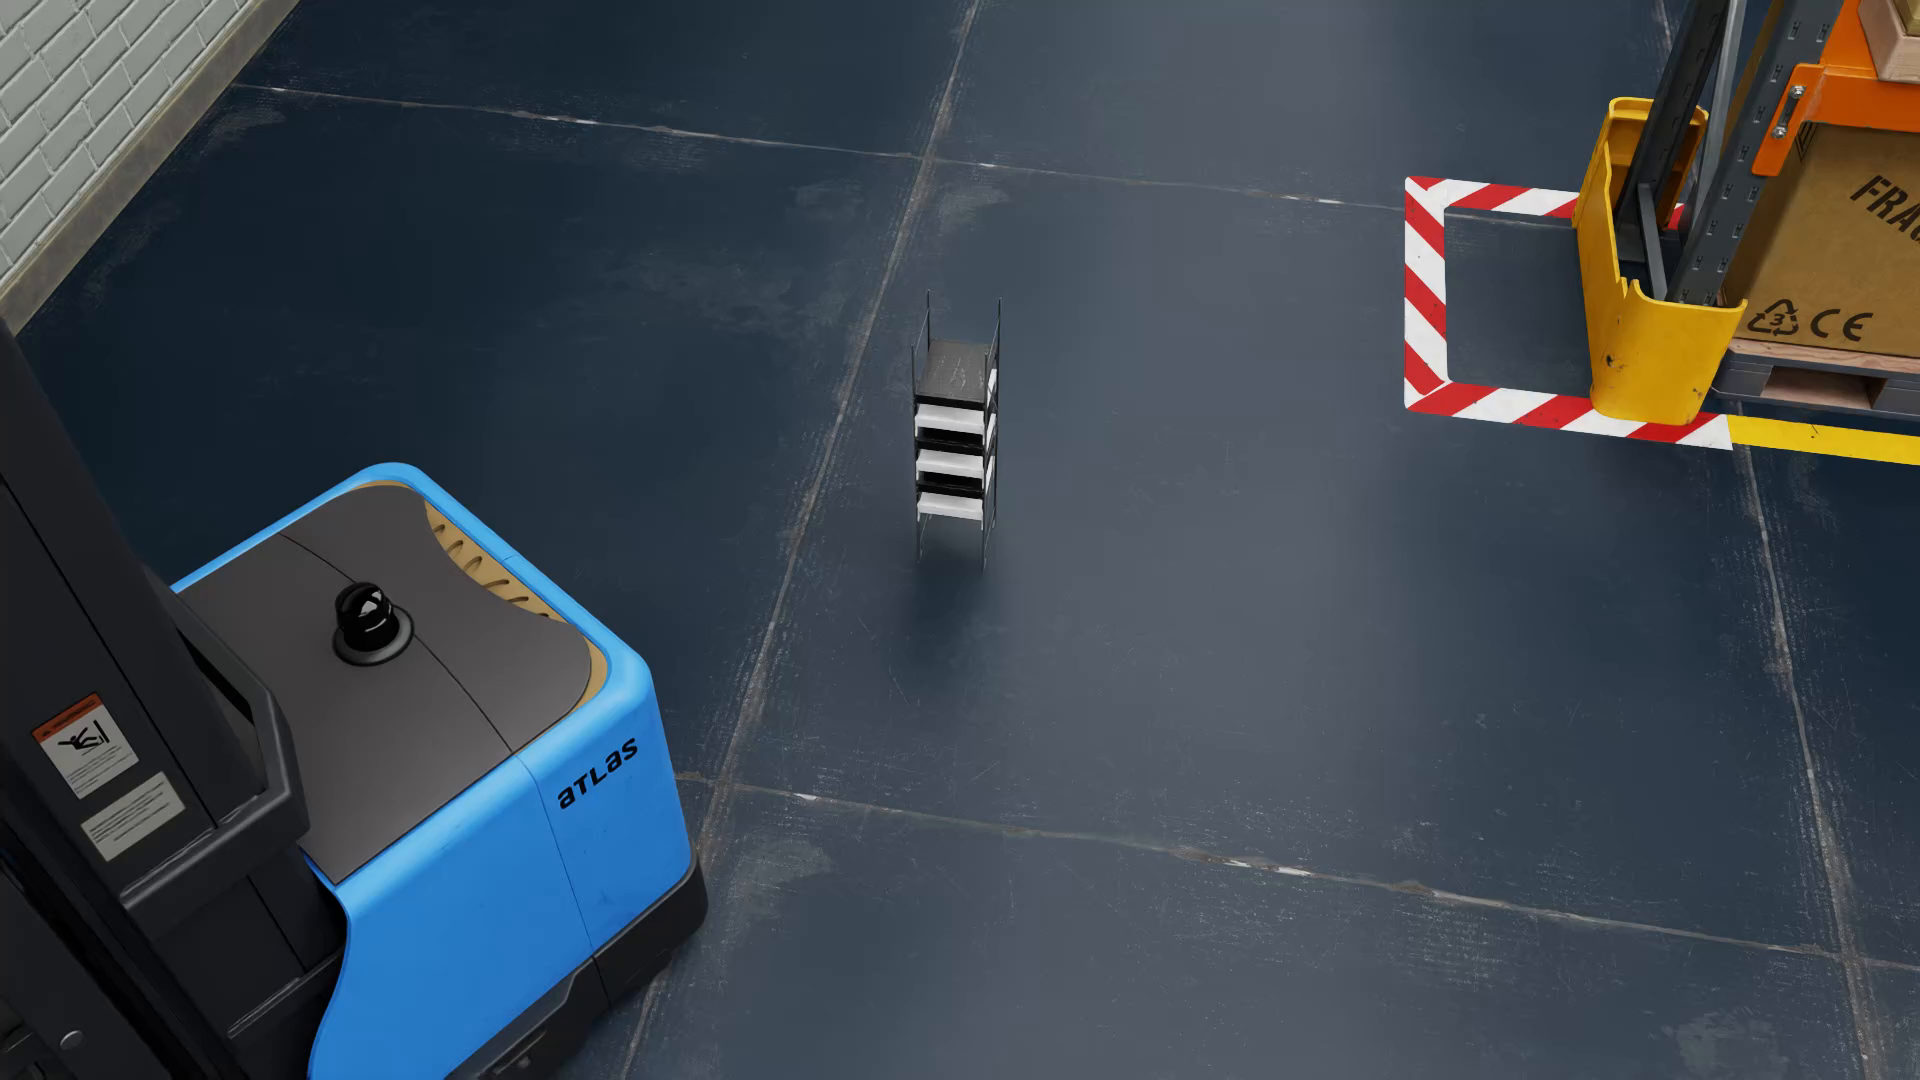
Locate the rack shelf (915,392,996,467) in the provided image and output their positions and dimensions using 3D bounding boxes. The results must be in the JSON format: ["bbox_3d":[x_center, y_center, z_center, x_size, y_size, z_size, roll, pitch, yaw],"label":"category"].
[{"bbox_3d":[-0.008,-0.340,4.874,0.200,0.077,0.258,8,49,7],"label":"rack shelf"}]

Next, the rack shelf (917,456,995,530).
[{"bbox_3d":[-0.008,-0.159,5.075,0.200,0.077,0.258,8,49,7],"label":"rack shelf"}]

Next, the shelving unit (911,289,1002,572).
[{"bbox_3d":[-0.008,-0.302,4.916,0.210,0.900,0.258,8,49,7],"label":"shelving unit"}]

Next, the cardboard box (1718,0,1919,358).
[{"bbox_3d":[3.082,-1.230,5.484,0.875,0.875,0.875,8,49,7],"label":"cardboard box"}]

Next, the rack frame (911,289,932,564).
[{"bbox_3d":[-0.108,-0.315,4.928,0.006,0.900,0.240,8,49,7],"label":"rack frame"}]

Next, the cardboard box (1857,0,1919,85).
[{"bbox_3d":[2.728,-1.453,4.708,0.250,0.149,0.380,8,49,7],"label":"cardboard box"}]

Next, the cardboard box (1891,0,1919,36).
[{"bbox_3d":[2.862,-1.614,4.584,0.500,0.250,0.500,7,48,6],"label":"cardboard box"}]

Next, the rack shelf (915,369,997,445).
[{"bbox_3d":[-0.008,-0.400,4.807,0.200,0.077,0.258,8,49,7],"label":"rack shelf"}]

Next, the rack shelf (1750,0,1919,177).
[{"bbox_3d":[4.406,-1.320,4.904,4.000,0.370,1.077,8,49,7],"label":"rack shelf"}]

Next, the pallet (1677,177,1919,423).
[{"bbox_3d":[3.238,-0.845,5.867,1.213,0.211,1.003,8,49,7],"label":"pallet"}]

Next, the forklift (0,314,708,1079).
[{"bbox_3d":[-2.026,0.569,2.768,1.130,2.935,3.031,35,57,27],"label":"forklift"}]

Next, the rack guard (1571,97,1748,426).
[{"bbox_3d":[2.414,-0.993,5.806,0.348,0.500,1.175,8,49,7],"label":"rack guard"}]

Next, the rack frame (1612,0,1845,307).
[{"bbox_3d":[2.438,-1.826,4.874,0.127,3.000,1.000,8,49,7],"label":"rack frame"}]

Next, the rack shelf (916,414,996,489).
[{"bbox_3d":[-0.008,-0.280,4.941,0.200,0.077,0.258,8,49,7],"label":"rack shelf"}]

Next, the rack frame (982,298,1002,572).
[{"bbox_3d":[0.092,-0.288,4.904,0.006,0.900,0.240,8,49,7],"label":"rack frame"}]

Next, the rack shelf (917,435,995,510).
[{"bbox_3d":[-0.008,-0.219,5.008,0.200,0.077,0.258,8,49,7],"label":"rack shelf"}]

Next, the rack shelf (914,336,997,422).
[{"bbox_3d":[-0.008,-0.460,4.740,0.200,0.077,0.258,8,49,7],"label":"rack shelf"}]
